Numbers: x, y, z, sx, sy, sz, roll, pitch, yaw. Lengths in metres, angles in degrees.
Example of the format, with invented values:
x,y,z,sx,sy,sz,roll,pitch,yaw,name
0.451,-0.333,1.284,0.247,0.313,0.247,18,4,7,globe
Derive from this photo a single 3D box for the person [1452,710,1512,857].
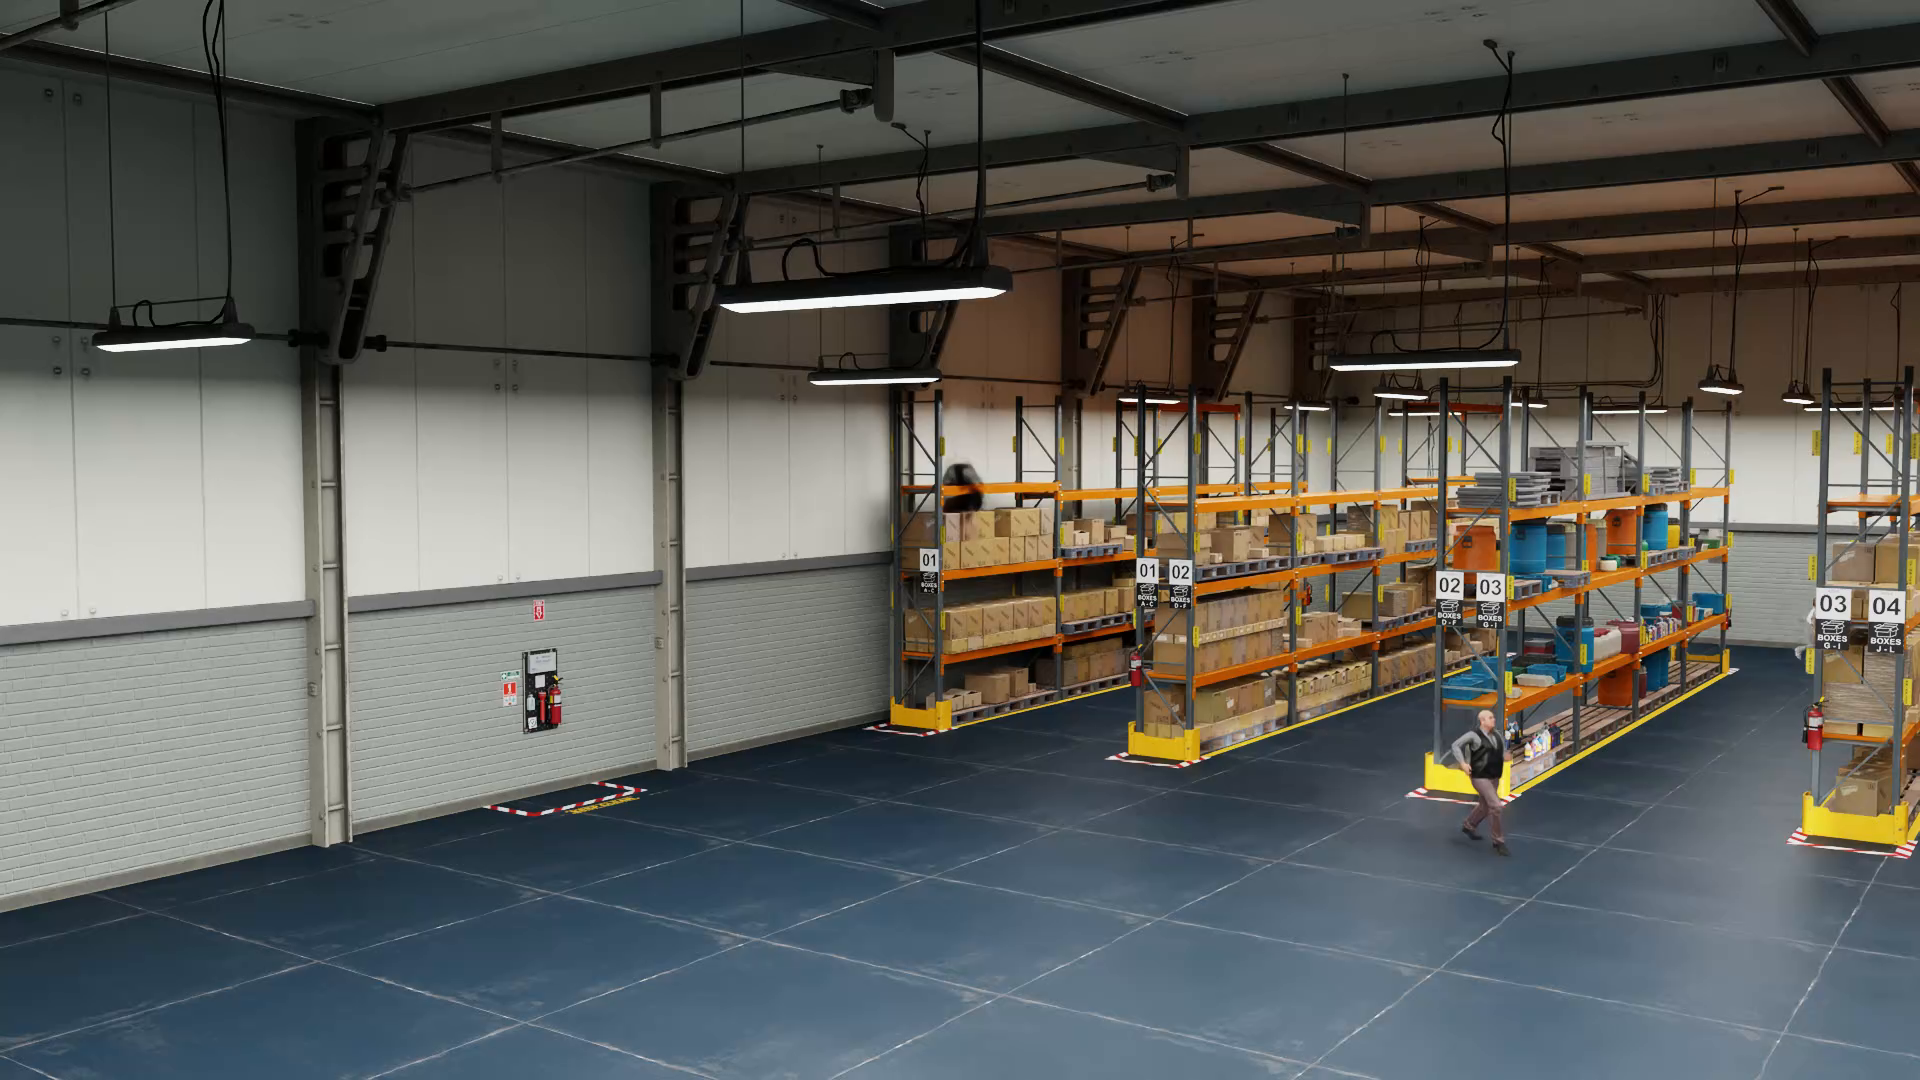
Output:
x,y,z,sx,sy,sz,roll,pitch,yaw,name
6.539,2.985,20.640,0.664,1.739,0.883,-2,4,-33,person

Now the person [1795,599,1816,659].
x,y,z,sx,sy,sz,roll,pitch,yaw,name
19.407,2.104,37.839,0.566,1.581,0.738,-3,4,-40,person
